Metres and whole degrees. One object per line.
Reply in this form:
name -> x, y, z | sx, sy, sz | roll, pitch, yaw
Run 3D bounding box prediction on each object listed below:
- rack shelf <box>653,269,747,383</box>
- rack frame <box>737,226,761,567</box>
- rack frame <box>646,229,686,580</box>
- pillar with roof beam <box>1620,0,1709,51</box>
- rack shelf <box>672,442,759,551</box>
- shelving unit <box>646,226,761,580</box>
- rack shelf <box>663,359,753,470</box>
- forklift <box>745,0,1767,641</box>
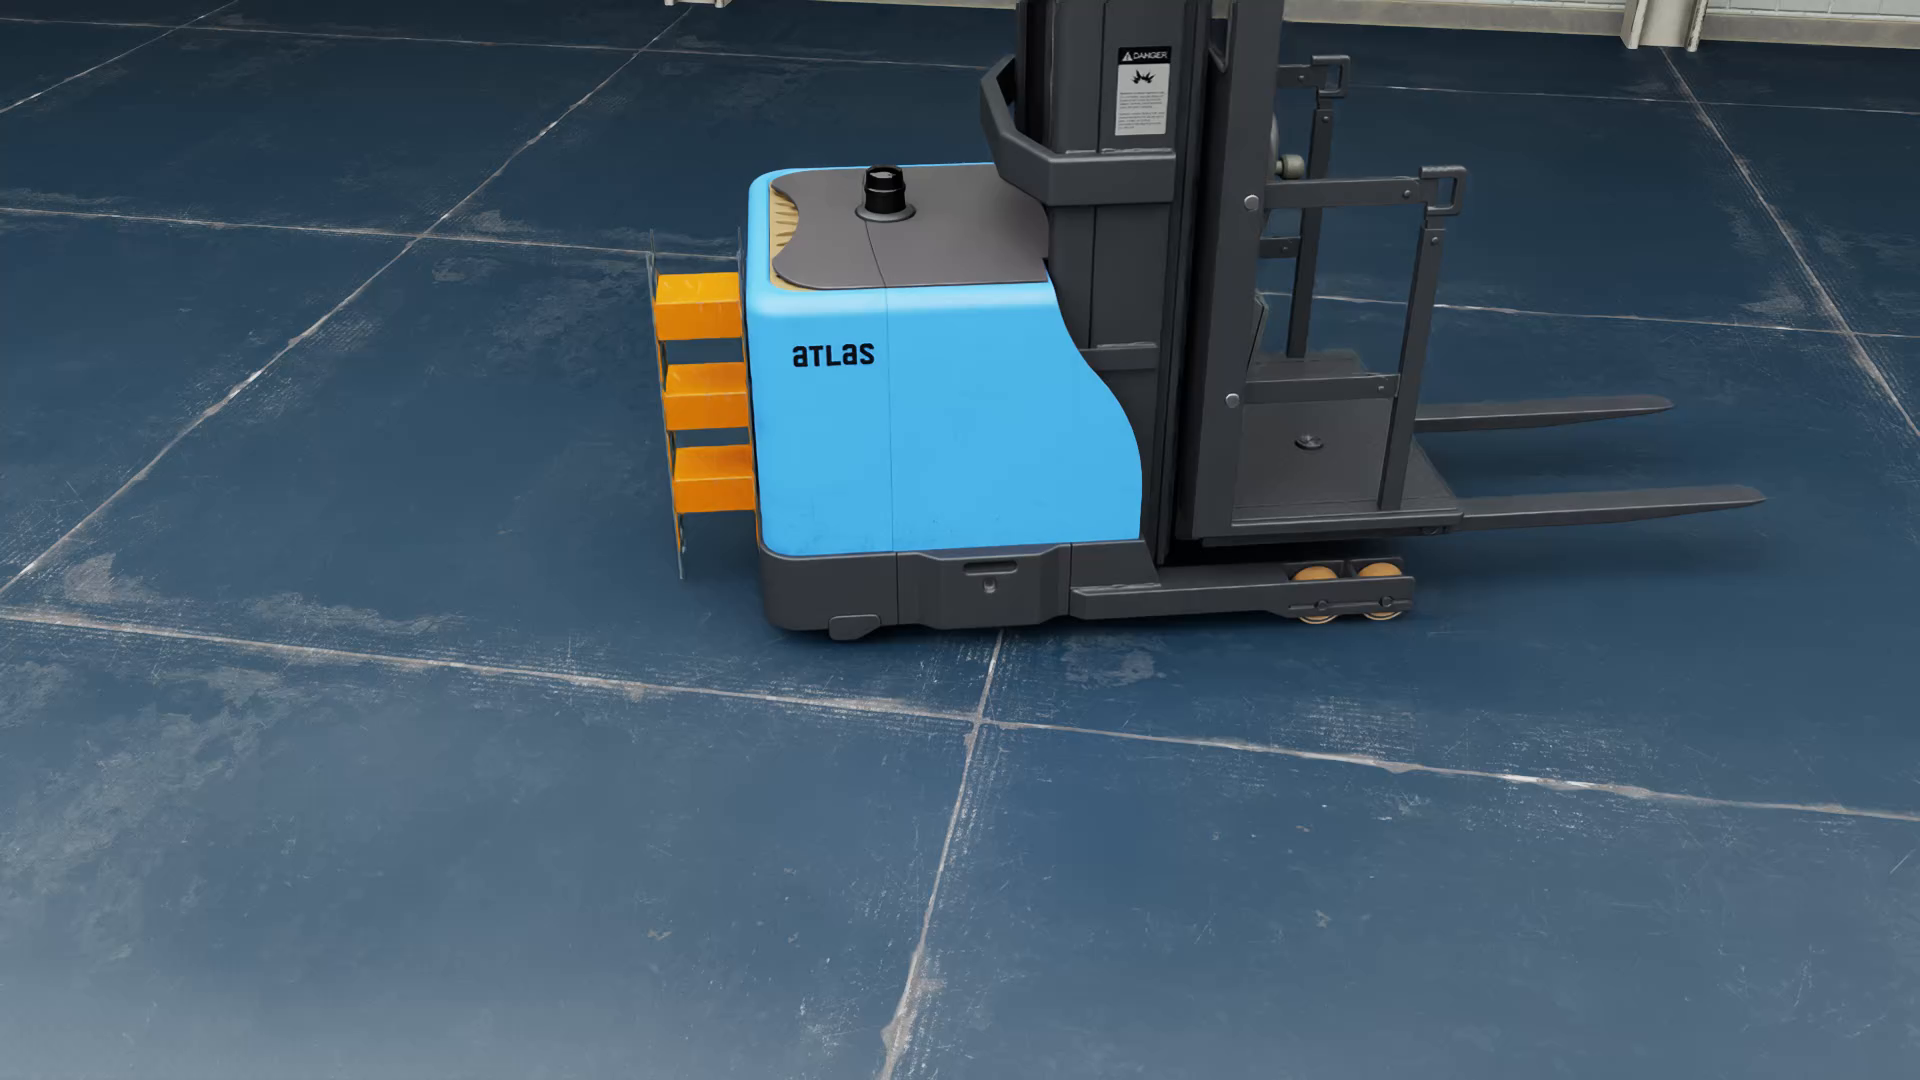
rack shelf -> -0.734, -0.613, 4.726 | 0.240, 0.259, 0.215 | -3, 32, -5
rack frame -> -0.613, -0.388, 4.881 | 0.008, 1.050, 0.200 | -3, 32, -5
rack frame -> -0.856, -0.376, 4.861 | 0.008, 1.050, 0.200 | -3, 32, -5
pillar with roof beam -> 3.491, -4.568, 4.066 | 0.400, 9.000, 9.100 | 5, 32, 8
rack shelf -> -0.734, -0.137, 5.024 | 0.240, 0.259, 0.215 | -3, 32, -5
shelving unit -> -0.734, -0.382, 4.871 | 0.252, 1.050, 0.215 | -3, 32, -5
rack shelf -> -0.734, -0.373, 4.876 | 0.240, 0.259, 0.215 | -3, 32, -5
forklift -> 0.904, -1.275, 4.524 | 3.031, 2.935, 1.130 | -3, 32, -5
